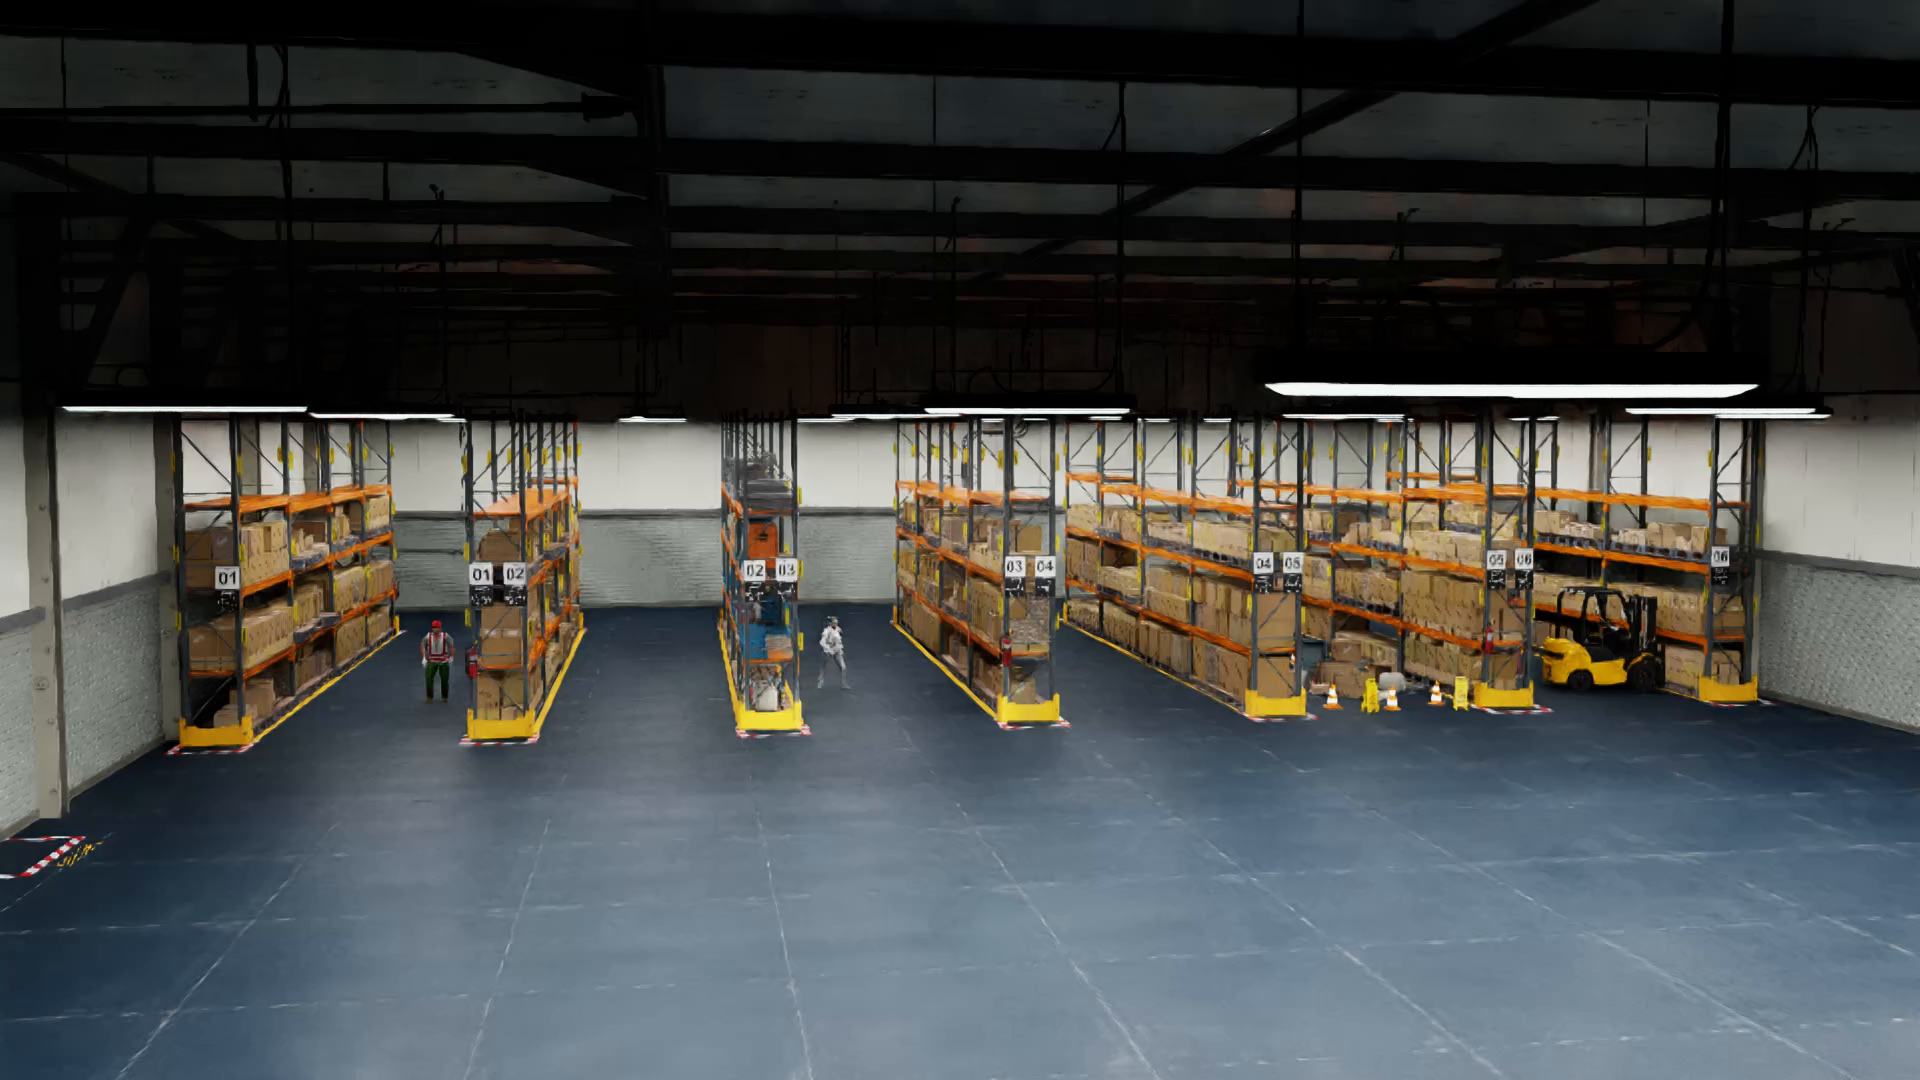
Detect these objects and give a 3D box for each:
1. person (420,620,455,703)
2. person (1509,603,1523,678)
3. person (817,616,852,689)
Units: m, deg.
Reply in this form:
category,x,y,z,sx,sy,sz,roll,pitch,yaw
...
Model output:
category,x,y,z,sx,sy,sz,roll,pitch,yaw
person,-10.696,2.489,34.012,0.661,1.742,0.552,-1,4,-11
person,12.489,2.256,37.541,0.477,1.675,0.493,1,4,20
person,-2.762,2.408,35.857,0.638,1.607,0.814,-2,4,-27
